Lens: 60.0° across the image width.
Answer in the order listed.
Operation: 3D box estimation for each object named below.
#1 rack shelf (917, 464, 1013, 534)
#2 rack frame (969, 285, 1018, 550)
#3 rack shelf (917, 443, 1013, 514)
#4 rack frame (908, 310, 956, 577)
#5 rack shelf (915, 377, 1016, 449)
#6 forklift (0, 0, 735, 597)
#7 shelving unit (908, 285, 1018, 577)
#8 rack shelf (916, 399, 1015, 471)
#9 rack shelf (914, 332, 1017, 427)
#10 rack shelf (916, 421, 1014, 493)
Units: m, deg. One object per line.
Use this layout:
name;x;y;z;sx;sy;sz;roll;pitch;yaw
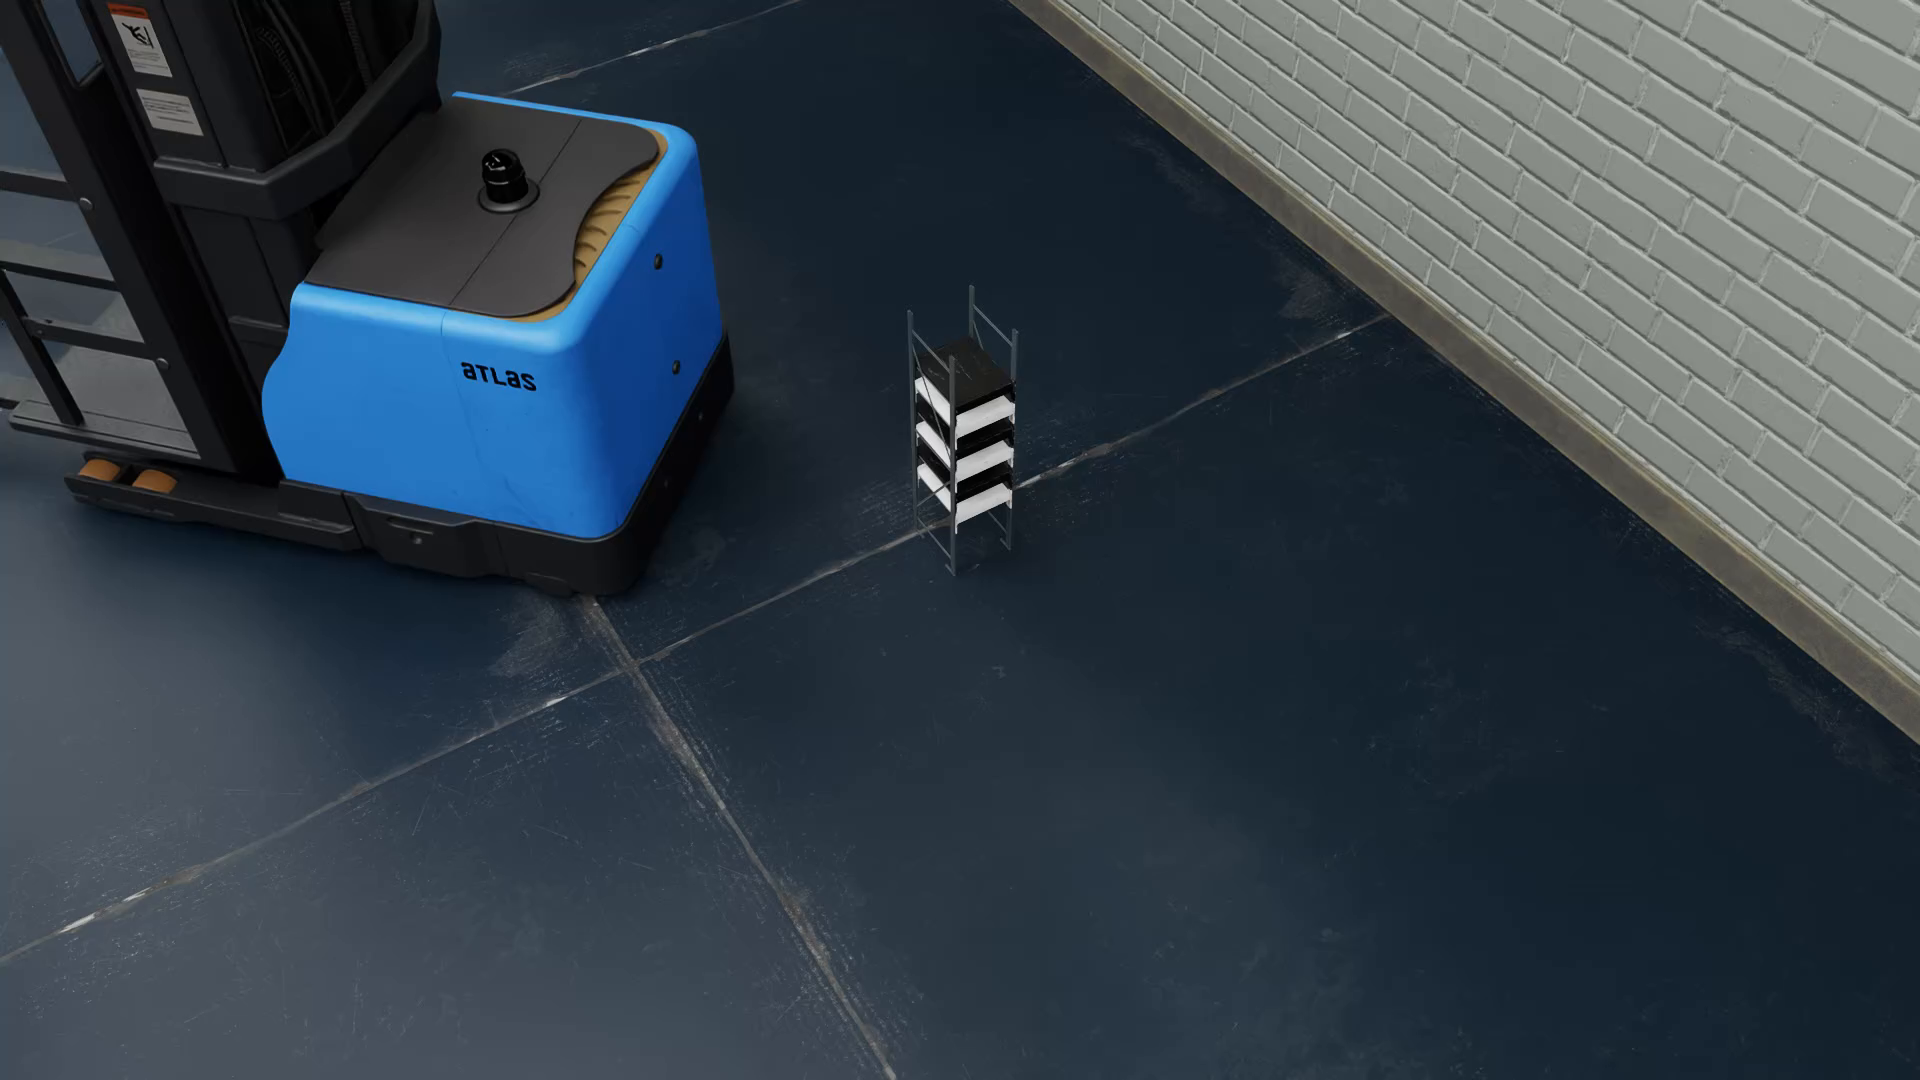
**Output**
rack shelf;0.007;-0.161;5.076;0.200;0.077;0.258;-25;53;-21
rack frame;0.093;-0.343;4.953;0.006;0.900;0.240;-25;53;-21
rack shelf;0.007;-0.220;5.009;0.200;0.077;0.258;-25;53;-21
rack frame;-0.079;-0.262;4.881;0.006;0.900;0.240;-25;53;-21
rack shelf;0.007;-0.400;4.807;0.200;0.077;0.258;-25;53;-21
forklift;-2.335;-1.407;4.540;3.031;2.935;1.130;11;49;10
shelving unit;0.007;-0.302;4.917;0.210;0.900;0.258;-25;53;-21
rack shelf;0.007;-0.340;4.874;0.200;0.077;0.258;-25;53;-21
rack shelf;0.007;-0.460;4.740;0.200;0.077;0.258;-25;53;-21
rack shelf;0.007;-0.280;4.942;0.200;0.077;0.258;-25;53;-21
